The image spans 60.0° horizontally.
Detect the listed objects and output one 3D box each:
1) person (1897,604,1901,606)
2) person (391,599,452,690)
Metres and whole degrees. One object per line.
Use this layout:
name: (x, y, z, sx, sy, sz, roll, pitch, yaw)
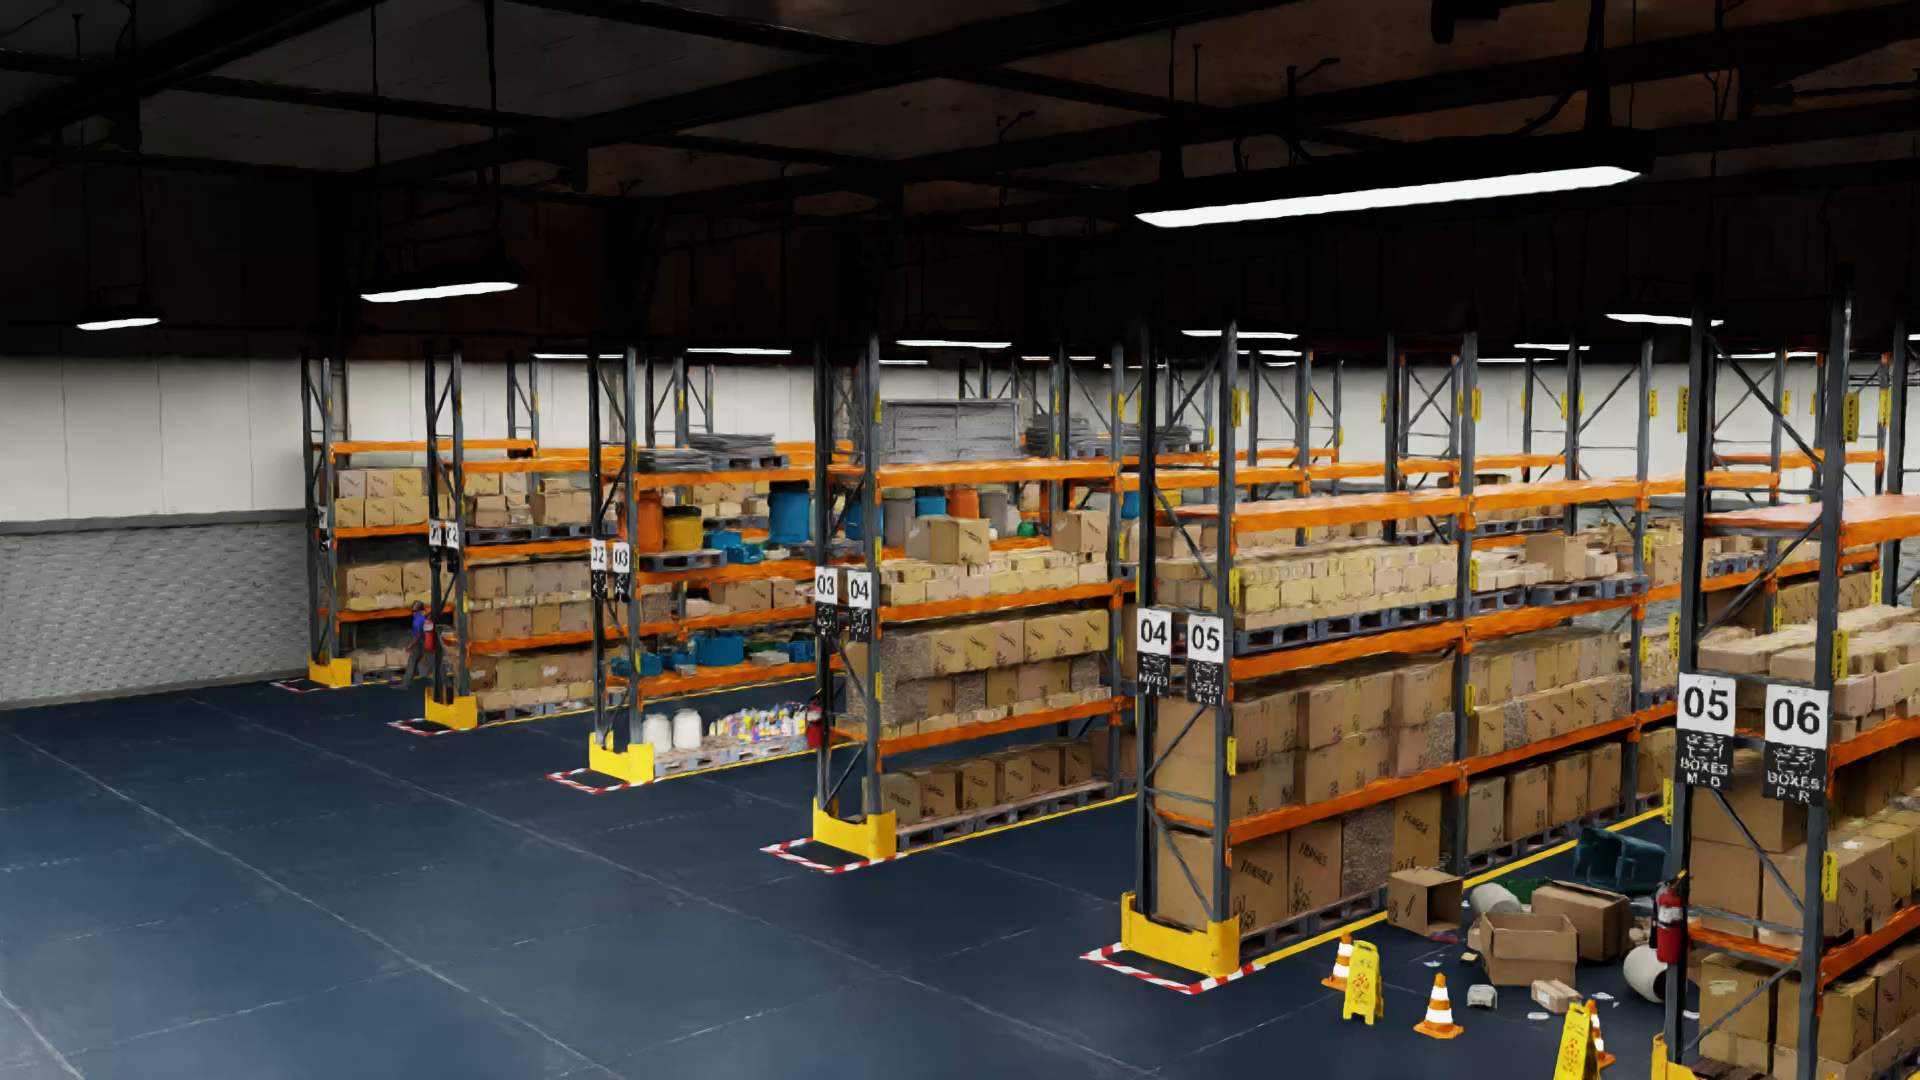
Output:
person: (15.068, 1.912, 26.731, 0.489, 1.773, 0.640, 1, 5, 10)
person: (-9.358, 1.818, 28.870, 1.002, 1.586, 0.443, -3, 6, -34)
